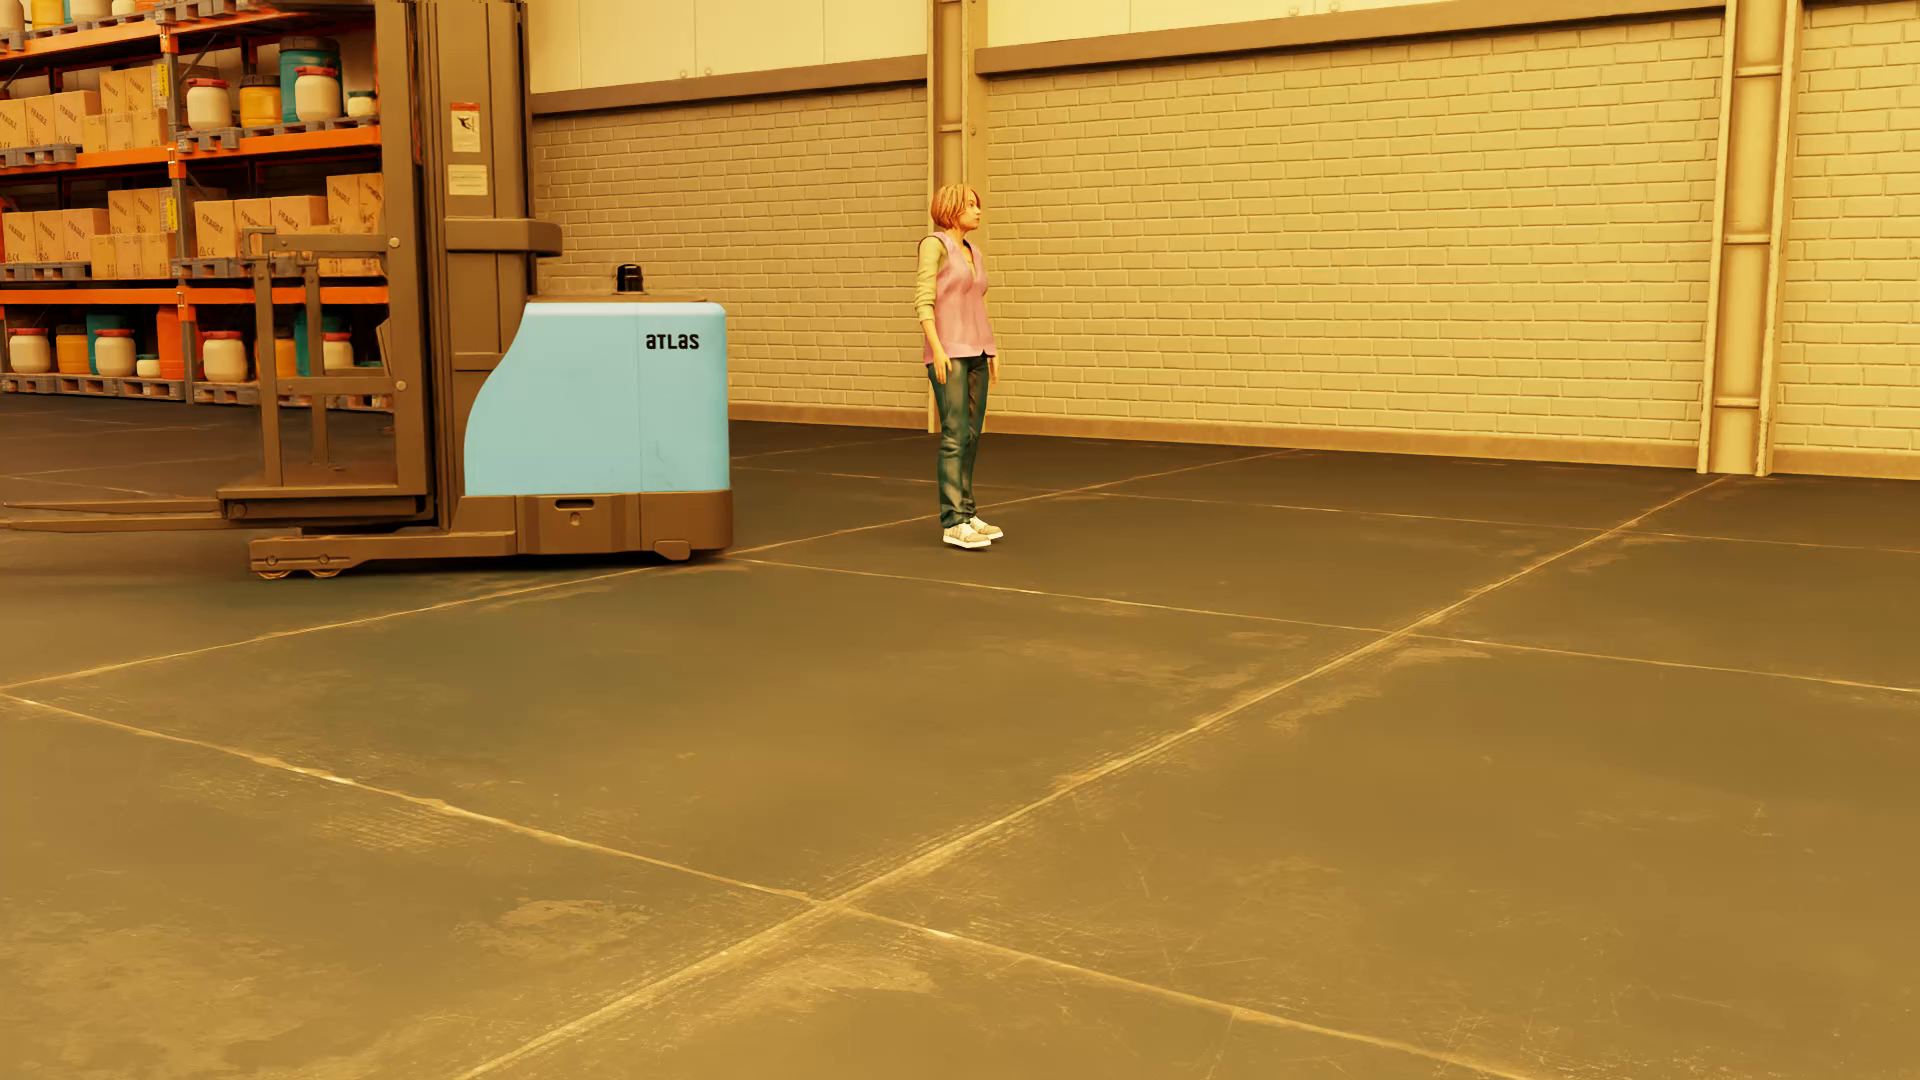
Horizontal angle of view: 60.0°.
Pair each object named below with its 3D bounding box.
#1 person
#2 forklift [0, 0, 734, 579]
[{"bbox_3d":[0.053,-0.791,7.437,0.475,1.598,0.519,5,10,34],"label":"person"},{"bbox_3d":[-2.511,-1.377,6.877,3.031,2.935,1.130,-2,8,-11],"label":"forklift"}]
